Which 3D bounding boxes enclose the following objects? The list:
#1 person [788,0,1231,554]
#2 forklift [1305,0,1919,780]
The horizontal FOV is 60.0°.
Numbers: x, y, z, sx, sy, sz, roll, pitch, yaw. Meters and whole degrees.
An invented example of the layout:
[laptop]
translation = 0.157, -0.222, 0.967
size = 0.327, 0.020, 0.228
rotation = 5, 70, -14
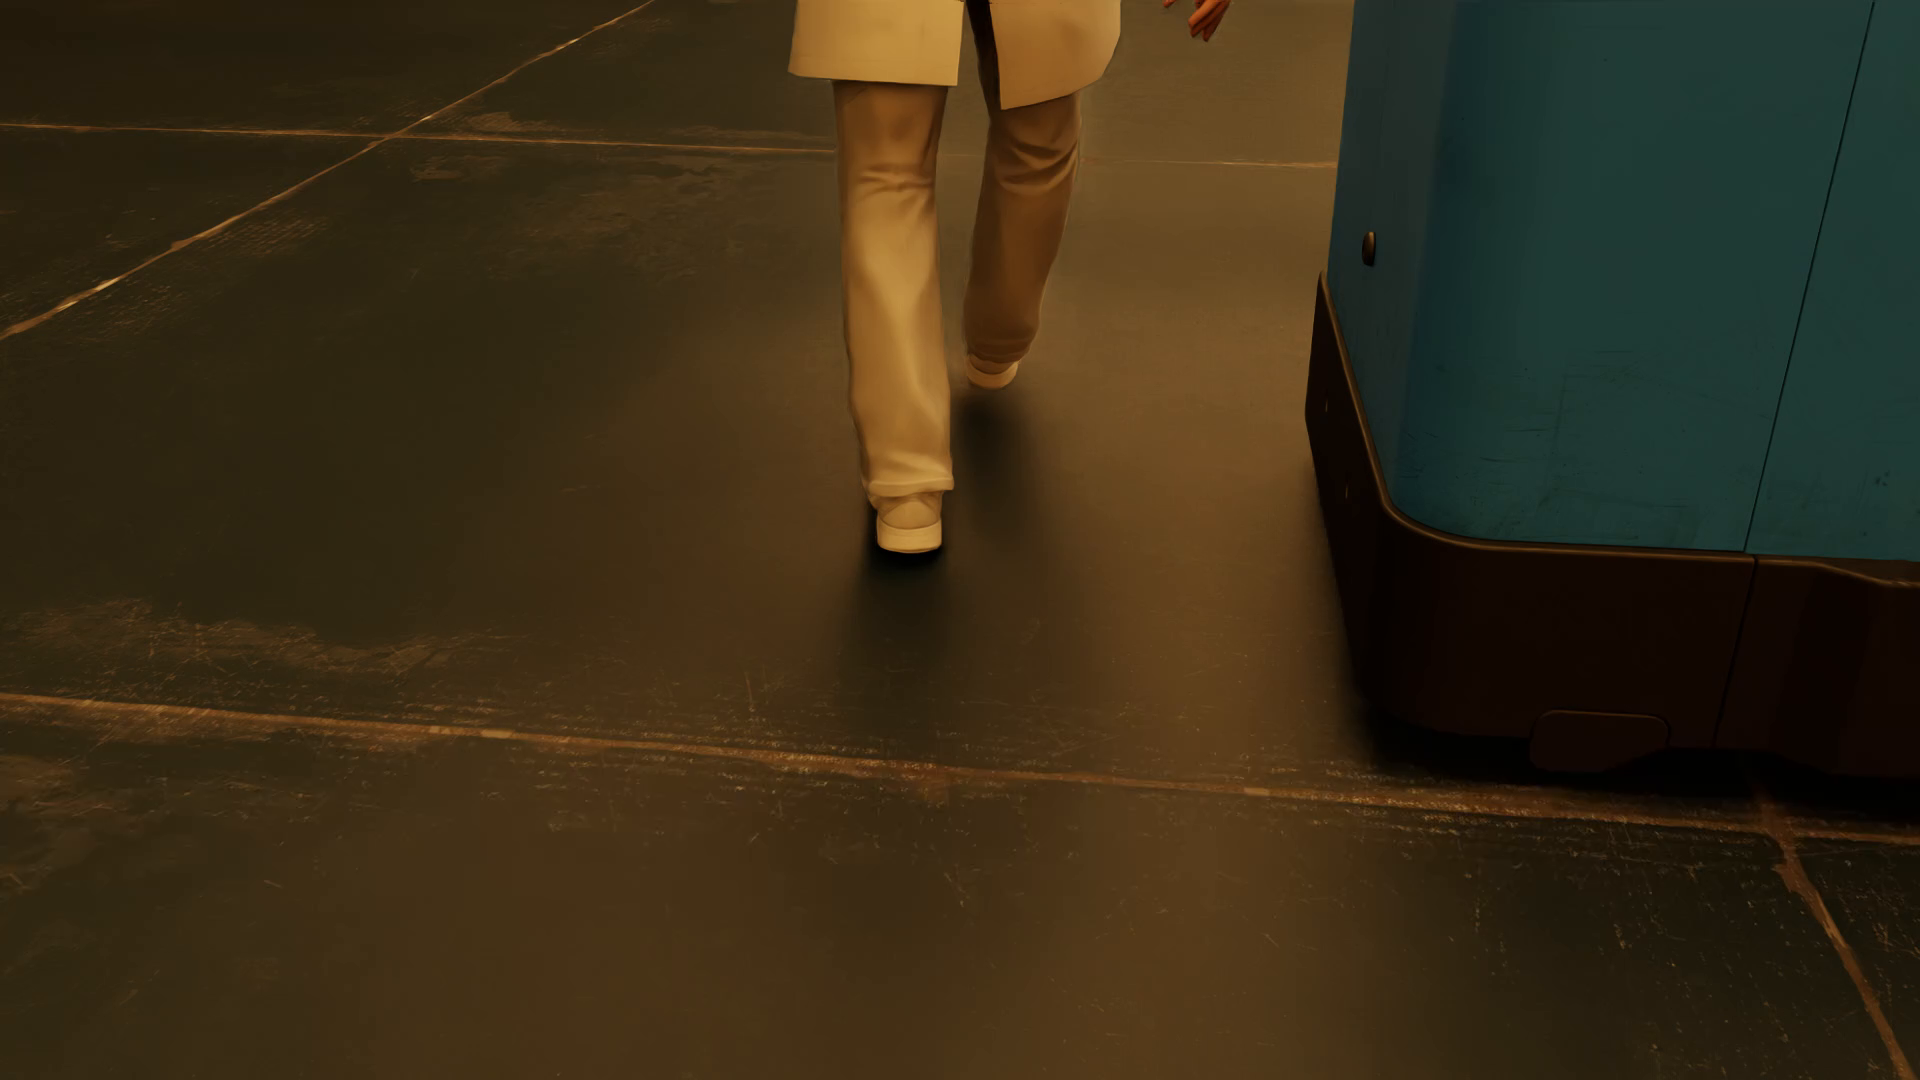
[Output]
[person]
translation = 0.026, -0.956, 2.486
size = 0.724, 1.730, 0.992
rotation = -1, 27, -3
[forklift]
translation = 2.029, -1.189, 1.600
size = 3.031, 2.935, 1.130
rotation = 3, 27, 6
